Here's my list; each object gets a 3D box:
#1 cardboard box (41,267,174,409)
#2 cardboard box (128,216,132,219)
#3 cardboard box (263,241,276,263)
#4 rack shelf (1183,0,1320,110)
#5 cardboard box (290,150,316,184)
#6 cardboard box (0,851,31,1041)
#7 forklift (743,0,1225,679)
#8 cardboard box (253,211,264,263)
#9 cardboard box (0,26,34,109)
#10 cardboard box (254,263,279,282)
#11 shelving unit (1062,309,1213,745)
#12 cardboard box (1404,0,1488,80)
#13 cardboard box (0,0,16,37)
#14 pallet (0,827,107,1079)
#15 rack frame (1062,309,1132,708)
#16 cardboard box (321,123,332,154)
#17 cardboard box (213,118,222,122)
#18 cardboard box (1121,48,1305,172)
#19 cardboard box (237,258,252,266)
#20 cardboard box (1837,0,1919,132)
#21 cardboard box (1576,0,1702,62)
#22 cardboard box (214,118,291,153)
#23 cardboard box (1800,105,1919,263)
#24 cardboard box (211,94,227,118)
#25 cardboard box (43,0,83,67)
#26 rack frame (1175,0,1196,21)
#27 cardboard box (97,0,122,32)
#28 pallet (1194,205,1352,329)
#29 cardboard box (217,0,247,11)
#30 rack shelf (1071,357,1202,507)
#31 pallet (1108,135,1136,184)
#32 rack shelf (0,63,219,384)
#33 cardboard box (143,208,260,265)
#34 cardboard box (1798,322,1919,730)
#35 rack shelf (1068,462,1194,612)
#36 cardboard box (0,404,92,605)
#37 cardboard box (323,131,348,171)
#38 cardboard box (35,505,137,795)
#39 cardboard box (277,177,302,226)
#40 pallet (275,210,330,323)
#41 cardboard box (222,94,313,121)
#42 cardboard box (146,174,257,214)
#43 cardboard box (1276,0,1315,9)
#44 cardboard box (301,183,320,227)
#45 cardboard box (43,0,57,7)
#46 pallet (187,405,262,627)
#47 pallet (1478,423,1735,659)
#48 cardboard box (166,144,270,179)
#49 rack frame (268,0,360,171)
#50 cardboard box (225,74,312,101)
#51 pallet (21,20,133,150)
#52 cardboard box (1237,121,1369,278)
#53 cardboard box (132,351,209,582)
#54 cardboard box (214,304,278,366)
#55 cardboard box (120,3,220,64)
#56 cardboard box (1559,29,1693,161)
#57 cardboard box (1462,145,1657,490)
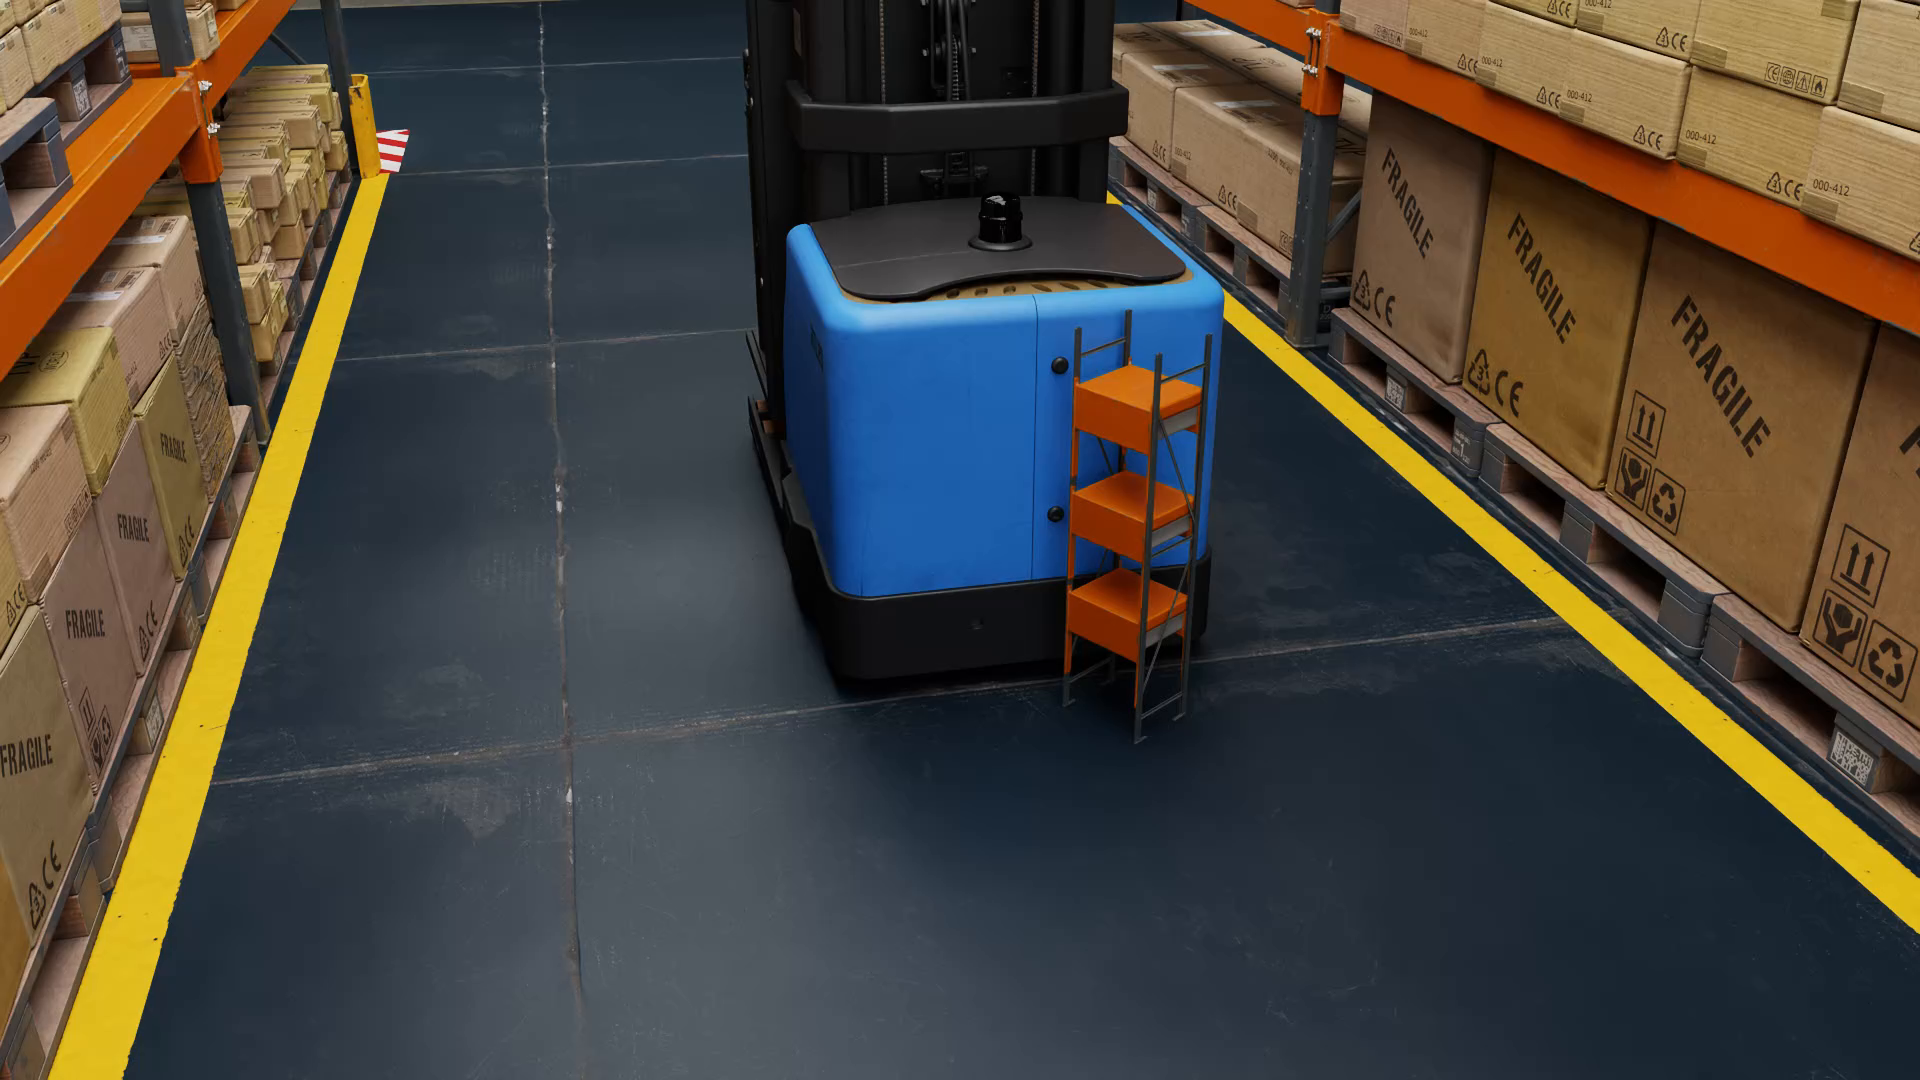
[{"bbox_3d":[-2.442,-0.521,4.429,0.500,0.250,0.500,-5,27,-9],"label":"cardboard box"},{"bbox_3d":[-3.434,-1.291,6.517,0.380,0.149,0.250,-5,27,-10],"label":"cardboard box"},{"bbox_3d":[-3.095,-1.192,6.980,0.380,0.149,0.250,-7,28,-14],"label":"cardboard box"},{"bbox_3d":[1.390,-2.747,8.161,1.077,0.370,4.000,-6,27,-12],"label":"rack shelf"},{"bbox_3d":[-3.176,-1.675,7.608,0.380,0.149,0.250,-5,27,-9],"label":"cardboard box"},{"bbox_3d":[-1.968,0.705,2.832,0.500,0.500,0.500,-7,28,-14],"label":"cardboard box"},{"bbox_3d":[-0.136,-1.586,5.139,1.130,2.935,3.031,-6,27,-11],"label":"forklift"},{"bbox_3d":[-3.021,-1.206,6.678,0.380,0.149,0.250,-7,28,-14],"label":"cardboard box"},{"bbox_3d":[-2.439,-1.109,3.930,0.380,0.149,0.250,-7,28,-14],"label":"cardboard box"},{"bbox_3d":[-2.895,-0.971,6.542,0.380,0.149,0.250,-6,27,-12],"label":"cardboard box"},{"bbox_3d":[0.429,-0.020,4.125,0.215,1.050,0.252,-24,35,-39],"label":"shelving unit"},{"bbox_3d":[1.801,-1.676,5.408,0.500,0.250,0.500,-7,28,-13],"label":"cardboard box"},{"bbox_3d":[-2.440,-1.238,3.856,0.380,0.149,0.250,-7,28,-14],"label":"cardboard box"},{"bbox_3d":[-2.232,1.015,3.005,1.003,0.211,1.213,-6,27,-12],"label":"pallet"},{"bbox_3d":[0.343,-0.059,4.202,0.200,1.050,0.008,-24,35,-39],"label":"rack frame"},{"bbox_3d":[-3.345,-2.016,8.282,0.380,0.149,0.250,-7,28,-14],"label":"cardboard box"},{"bbox_3d":[-3.844,-1.966,8.184,0.380,0.149,0.250,-6,27,-11],"label":"cardboard box"},{"bbox_3d":[1.400,-2.309,8.873,0.875,0.438,0.875,-5,27,-10],"label":"cardboard box"},{"bbox_3d":[-2.873,-0.984,6.238,0.380,0.149,0.250,-6,27,-11],"label":"cardboard box"},{"bbox_3d":[2.267,-1.002,3.517,0.500,0.250,0.500,-7,28,-13],"label":"cardboard box"},{"bbox_3d":[2.014,-1.452,4.410,0.500,0.250,0.500,-7,28,-13],"label":"cardboard box"},{"bbox_3d":[-3.249,-1.796,7.517,0.380,0.149,0.250,-7,28,-13],"label":"cardboard box"},{"bbox_3d":[2.245,-0.785,3.643,0.500,0.250,0.500,-5,27,-11],"label":"cardboard box"},{"bbox_3d":[-3.894,-2.206,8.329,0.380,0.149,0.250,-5,27,-11],"label":"cardboard box"},{"bbox_3d":[-2.563,-1.340,4.389,0.380,0.149,0.250,-6,27,-12],"label":"cardboard box"},{"bbox_3d":[0.940,-3.946,9.739,1.000,3.000,0.127,-6,27,-12],"label":"rack frame"},{"bbox_3d":[-2.677,-1.564,4.832,0.380,0.149,0.250,-7,28,-13],"label":"cardboard box"},{"bbox_3d":[1.746,-1.287,7.565,1.003,0.211,1.213,-6,27,-12],"label":"pallet"},{"bbox_3d":[-2.994,-2.143,6.446,0.380,0.149,0.250,-5,27,-11],"label":"cardboard box"},{"bbox_3d":[0.429,-0.264,4.002,0.215,0.259,0.240,-24,35,-39],"label":"rack shelf"},{"bbox_3d":[1.196,-2.358,9.687,1.003,0.211,1.213,-6,27,-12],"label":"pallet"},{"bbox_3d":[-2.508,-0.444,3.598,1.077,0.370,4.000,-6,27,-12],"label":"rack shelf"},{"bbox_3d":[-2.839,-1.122,6.182,0.380,0.149,0.250,-5,27,-9],"label":"cardboard box"},{"bbox_3d":[2.668,0.016,3.782,0.875,0.875,0.875,-6,27,-12],"label":"cardboard box"},{"bbox_3d":[0.429,-0.011,4.129,0.215,0.259,0.240,-24,35,-39],"label":"rack shelf"},{"bbox_3d":[-2.190,-0.062,3.519,0.500,0.250,0.500,-6,27,-11],"label":"cardboard box"},{"bbox_3d":[-3.382,-2.001,8.584,0.380,0.149,0.250,-5,27,-10],"label":"cardboard box"},{"bbox_3d":[-2.205,0.260,3.714,0.500,0.500,0.500,-7,28,-13],"label":"cardboard box"},{"bbox_3d":[-3.056,-1.446,7.155,0.380,0.149,0.250,-6,27,-12],"label":"cardboard box"},{"bbox_3d":[-3.423,-1.226,7.444,1.003,0.211,1.213,-6,27,-12],"label":"pallet"},{"bbox_3d":[-3.315,-2.035,7.991,0.380,0.149,0.250,-7,28,-14],"label":"cardboard box"},{"bbox_3d":[-3.025,-1.341,6.615,0.380,0.149,0.250,-7,28,-13],"label":"cardboard box"},{"bbox_3d":[1.487,-2.412,6.589,0.500,0.500,0.500,-6,27,-11],"label":"cardboard box"},{"bbox_3d":[-3.177,-1.542,7.673,0.380,0.149,0.250,-5,27,-11],"label":"cardboard box"},{"bbox_3d":[-2.563,-1.472,4.319,0.380,0.149,0.250,-5,27,-9],"label":"cardboard box"},{"bbox_3d":[-2.782,-0.056,5.127,1.003,0.211,1.213,-6,27,-12],"label":"pallet"},{"bbox_3d":[2.367,-0.077,5.169,1.003,0.211,1.213,-6,27,-12],"label":"pallet"},{"bbox_3d":[-3.145,-1.572,7.073,0.380,0.149,0.250,-7,28,-14],"label":"cardboard box"},{"bbox_3d":[-3.860,-3.399,8.655,1.000,3.000,0.127,-6,27,-12],"label":"rack frame"},{"bbox_3d":[-3.493,-2.256,8.429,0.380,0.149,0.250,-5,27,-11],"label":"cardboard box"},{"bbox_3d":[-2.928,-1.207,4.525,1.003,0.211,1.213,-6,27,-12],"label":"pallet"},{"bbox_3d":[1.804,-1.520,7.310,0.875,0.438,0.875,-6,27,-12],"label":"cardboard box"},{"bbox_3d":[-2.431,-0.190,4.605,0.500,0.500,0.500,-7,28,-13],"label":"cardboard box"},{"bbox_3d":[-2.728,-0.750,6.105,0.380,0.149,0.250,-7,28,-14],"label":"cardboard box"},{"bbox_3d":[-2.704,-1.688,5.545,0.380,0.149,0.250,-5,27,-10],"label":"cardboard box"},{"bbox_3d":[2.005,-1.229,4.522,0.500,0.250,0.500,-6,27,-12],"label":"cardboard box"},{"bbox_3d":[2.270,-0.769,5.337,0.875,0.875,0.875,-5,27,-10],"label":"cardboard box"}]
